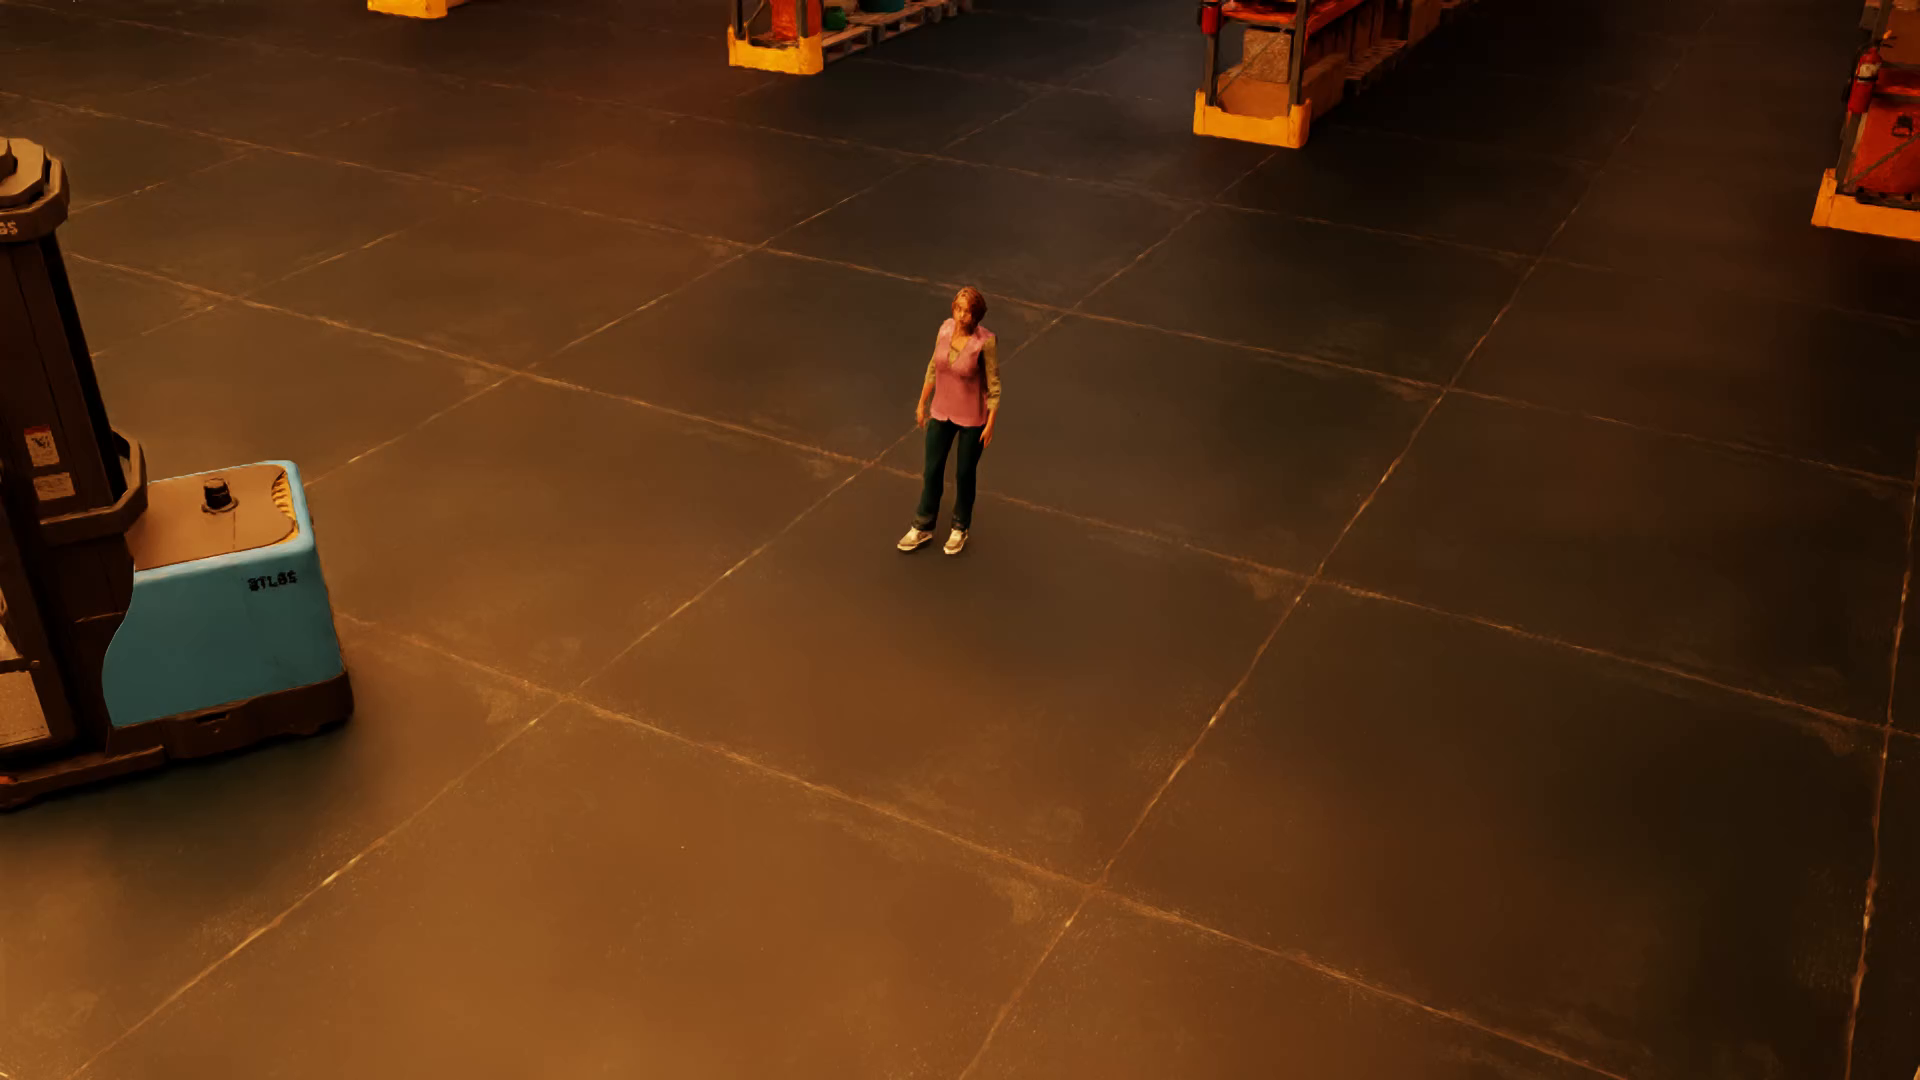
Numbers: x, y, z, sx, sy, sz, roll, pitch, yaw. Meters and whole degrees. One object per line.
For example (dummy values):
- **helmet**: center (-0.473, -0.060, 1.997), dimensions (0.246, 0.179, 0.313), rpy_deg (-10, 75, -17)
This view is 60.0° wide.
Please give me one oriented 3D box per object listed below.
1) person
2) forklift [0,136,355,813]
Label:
- **person**: center (-0.048, -0.669, 9.550), dimensions (0.520, 1.597, 0.474), rpy_deg (15, 33, 25)
- **forklift**: center (-4.617, -0.255, 7.512), dimensions (3.031, 2.935, 1.130), rpy_deg (-13, 32, -21)
